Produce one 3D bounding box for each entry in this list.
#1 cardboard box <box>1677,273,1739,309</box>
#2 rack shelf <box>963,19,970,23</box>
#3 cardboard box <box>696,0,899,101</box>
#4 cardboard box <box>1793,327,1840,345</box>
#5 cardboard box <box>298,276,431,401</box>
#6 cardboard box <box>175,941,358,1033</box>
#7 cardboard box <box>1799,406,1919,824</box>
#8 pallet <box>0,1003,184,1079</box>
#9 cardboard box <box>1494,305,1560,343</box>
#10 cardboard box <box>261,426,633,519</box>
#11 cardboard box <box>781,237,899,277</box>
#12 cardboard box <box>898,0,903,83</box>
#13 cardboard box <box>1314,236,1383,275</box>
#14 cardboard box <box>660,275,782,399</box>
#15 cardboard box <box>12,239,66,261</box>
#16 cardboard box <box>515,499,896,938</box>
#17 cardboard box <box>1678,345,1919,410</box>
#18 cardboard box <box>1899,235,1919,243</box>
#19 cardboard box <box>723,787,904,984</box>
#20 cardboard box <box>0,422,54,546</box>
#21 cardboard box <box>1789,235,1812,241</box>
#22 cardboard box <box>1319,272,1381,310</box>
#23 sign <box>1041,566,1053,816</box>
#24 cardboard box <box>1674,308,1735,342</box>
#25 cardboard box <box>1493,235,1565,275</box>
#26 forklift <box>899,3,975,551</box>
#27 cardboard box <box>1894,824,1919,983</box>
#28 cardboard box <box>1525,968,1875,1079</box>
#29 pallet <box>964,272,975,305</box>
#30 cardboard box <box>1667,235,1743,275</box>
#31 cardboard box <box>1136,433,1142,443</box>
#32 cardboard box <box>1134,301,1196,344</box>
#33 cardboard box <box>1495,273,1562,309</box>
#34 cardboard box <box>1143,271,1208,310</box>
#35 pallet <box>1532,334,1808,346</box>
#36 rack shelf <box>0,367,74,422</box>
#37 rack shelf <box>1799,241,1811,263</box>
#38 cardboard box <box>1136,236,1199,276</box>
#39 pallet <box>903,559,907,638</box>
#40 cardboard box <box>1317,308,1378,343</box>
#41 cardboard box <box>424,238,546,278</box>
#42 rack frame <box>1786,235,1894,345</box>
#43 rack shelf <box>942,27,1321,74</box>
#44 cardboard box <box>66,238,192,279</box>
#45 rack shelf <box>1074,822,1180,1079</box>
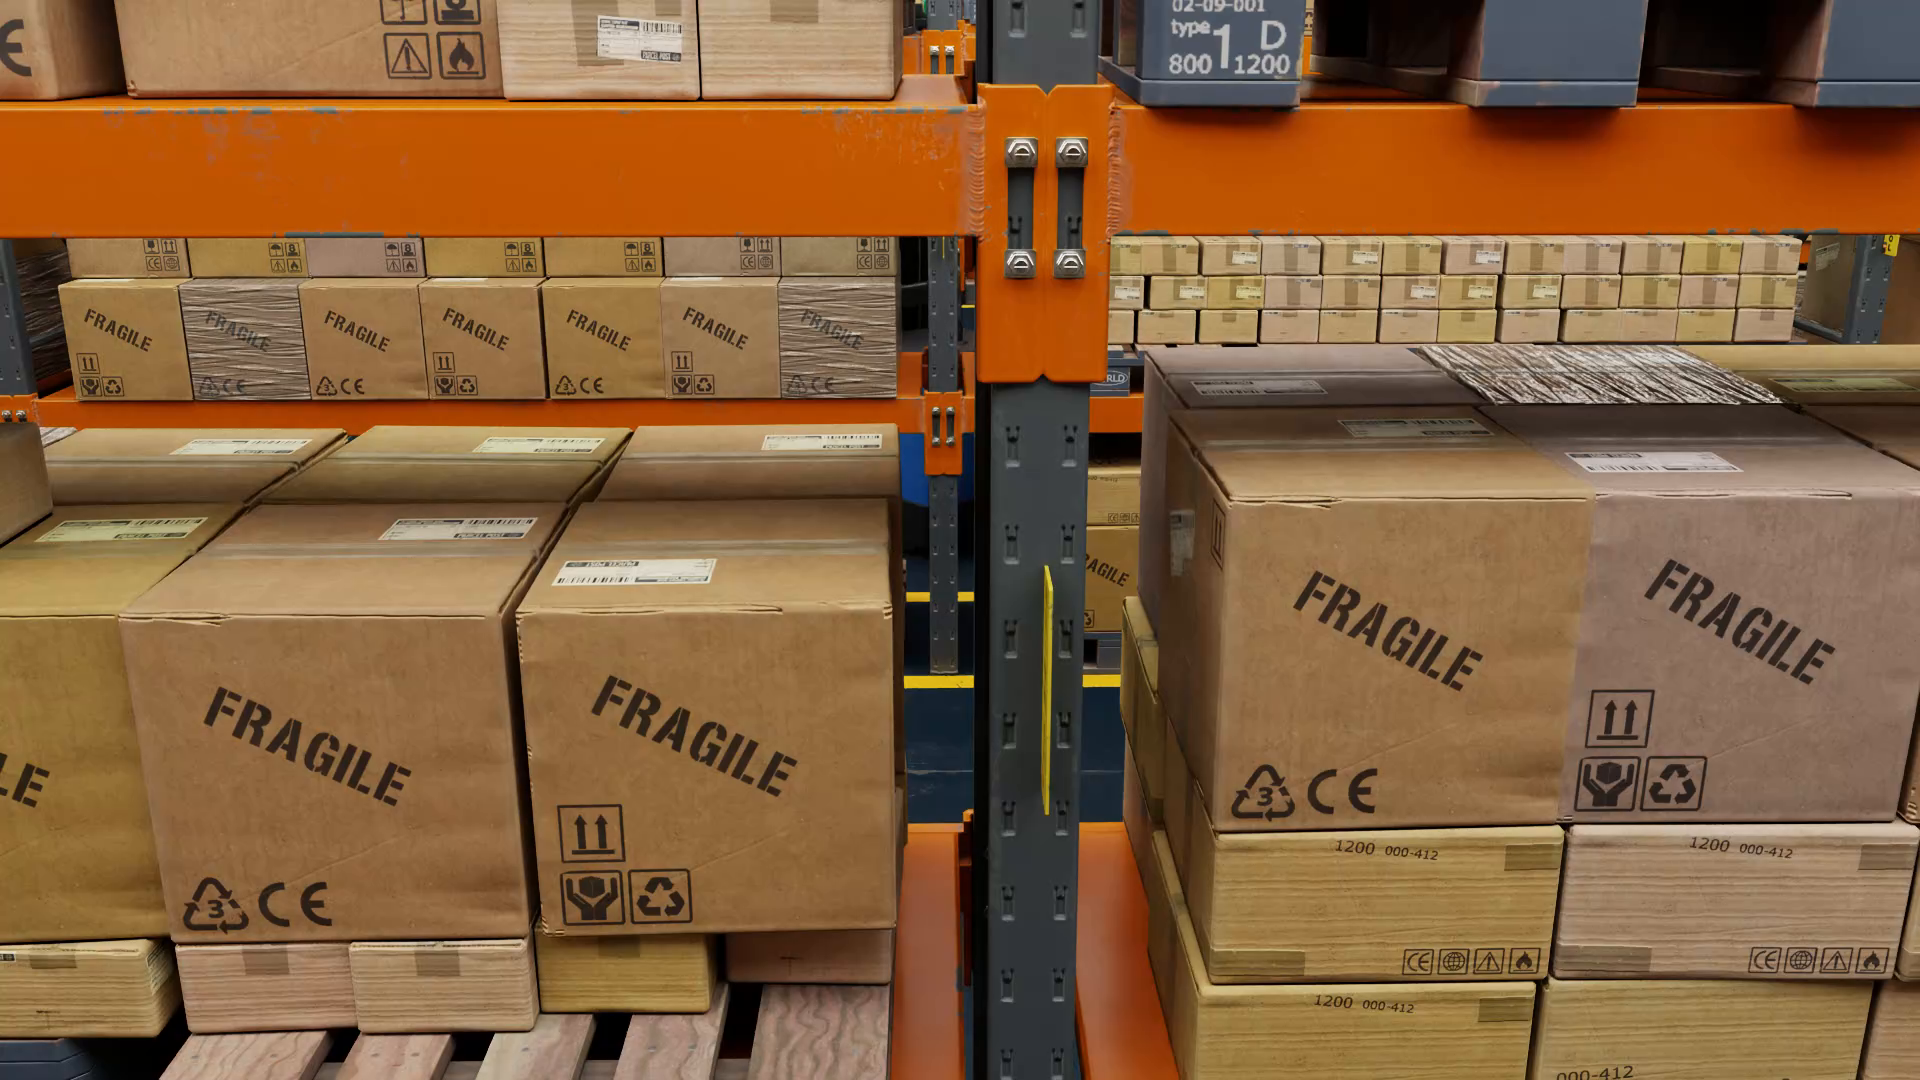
[{"bbox_3d":[3.261,-1.138,7.421,0.250,0.149,0.380,0,18,0],"label":"cardboard box"},{"bbox_3d":[1.864,-5.084,16.753,4.000,0.370,1.077,0,18,-1],"label":"rack shelf"},{"bbox_3d":[-0.213,-0.692,2.296,0.250,0.149,0.380,0,18,-1],"label":"cardboard box"},{"bbox_3d":[4.201,-0.933,7.957,0.250,0.149,0.380,0,18,-1],"label":"cardboard box"},{"bbox_3d":[-2.545,-0.914,7.321,0.500,0.500,0.500,0,18,-1],"label":"cardboard box"},{"bbox_3d":[-0.995,0.581,2.550,0.250,0.149,0.380,-1,18,-3],"label":"cardboard box"},{"bbox_3d":[1.609,0.096,2.537,0.500,0.500,0.500,0,18,1],"label":"cardboard box"},{"bbox_3d":[-1.880,0.664,2.881,1.213,0.211,1.003,0,18,-1],"label":"pallet"},{"bbox_3d":[2.487,-0.992,7.452,0.250,0.149,0.380,-1,18,-3],"label":"cardboard box"},{"bbox_3d":[-0.876,0.098,2.994,0.500,0.500,0.500,1,18,2],"label":"cardboard box"},{"bbox_3d":[-0.530,-1.485,7.466,0.500,0.500,0.700,0,18,-1],"label":"cardboard box"},{"bbox_3d":[-0.219,-0.808,2.657,0.250,0.149,0.380,0,18,-1],"label":"cardboard box"},{"bbox_3d":[1.699,-1.274,7.359,0.250,0.149,0.380,0,18,1],"label":"cardboard box"},{"bbox_3d":[-1.025,-0.922,7.348,0.500,0.500,0.500,0,18,-1],"label":"cardboard box"},{"bbox_3d":[-4.450,-1.536,7.411,0.550,0.550,0.875,0,18,-1],"label":"cardboard box"},{"bbox_3d":[-0.352,0.249,2.524,0.500,0.500,0.500,-1,18,-2],"label":"cardboard box"},{"bbox_3d":[1.621,-0.061,3.026,0.500,0.500,0.500,0,18,-1],"label":"cardboard box"},{"bbox_3d":[4.374,-1.573,7.253,0.500,0.500,0.500,0,18,0],"label":"cardboard box"},{"bbox_3d":[-0.226,0.544,2.665,0.250,0.149,0.380,0,18,1],"label":"cardboard box"},{"bbox_3d":[-1.533,-0.053,2.403,0.250,0.149,0.380,-1,18,-3],"label":"cardboard box"},{"bbox_3d":[6.062,-2.285,12.172,0.250,0.149,0.380,0,18,0],"label":"cardboard box"},{"bbox_3d":[1.693,-1.130,7.397,0.250,0.149,0.380,0,18,-1],"label":"cardboard box"},{"bbox_3d":[0.117,0.203,2.239,0.005,0.325,0.100,0,18,-1],"label":"sign"},{"bbox_3d":[3.265,-0.996,7.467,0.250,0.149,0.380,0,18,-1],"label":"cardboard box"},{"bbox_3d":[2.485,-1.278,7.372,0.250,0.149,0.380,-1,18,-3],"label":"cardboard box"},{"bbox_3d":[-0.837,-1.698,10.042,3.031,2.935,1.130,17,24,42],"label":"forklift"},{"bbox_3d":[1.624,0.456,2.642,0.500,0.250,0.500,0,18,-1],"label":"cardboard box"},{"bbox_3d":[1.105,0.689,2.735,0.500,0.250,0.500,-1,18,-2],"label":"cardboard box"},{"bbox_3d":[0.652,-2.677,17.548,1.213,0.211,1.003,0,18,-1],"label":"pallet"},{"bbox_3d":[3.252,-1.280,7.378,0.250,0.149,0.380,-1,18,-3],"label":"cardboard box"},{"bbox_3d":[1.104,-0.417,8.113,0.500,0.250,0.500,0,18,0],"label":"cardboard box"},{"bbox_3d":[0.908,-0.984,7.429,0.250,0.149,0.380,1,18,2],"label":"cardboard box"},{"bbox_3d":[2.479,-1.134,7.409,0.250,0.149,0.380,-1,18,-4],"label":"cardboard box"},{"bbox_3d":[0.944,-1.128,7.390,0.250,0.149,0.380,-1,18,-3],"label":"cardboard box"},{"bbox_3d":[3.152,-0.929,7.848,1.213,0.211,1.003,0,18,-1],"label":"pallet"},{"bbox_3d":[-6.080,-0.589,7.651,4.000,0.370,1.077,0,18,-1],"label":"rack shelf"},{"bbox_3d":[5.941,-2.162,12.555,4.000,0.370,1.077,0,18,-1],"label":"rack shelf"},{"bbox_3d":[0.898,-1.269,7.343,0.250,0.149,0.380,0,18,-1],"label":"cardboard box"},{"bbox_3d":[-0.870,0.348,8.117,1.213,0.211,1.003,0,18,-1],"label":"pallet"},{"bbox_3d":[1.696,-0.988,7.442,0.250,0.149,0.380,0,18,0],"label":"cardboard box"},{"bbox_3d":[-2.059,-1.477,7.440,0.500,0.500,0.700,0,18,-1],"label":"cardboard box"},{"bbox_3d":[3.919,-0.980,7.692,0.127,3.000,1.000,0,18,-1],"label":"rack frame"},{"bbox_3d":[1.919,-2.056,7.313,4.000,0.370,1.077,0,18,-1],"label":"rack shelf"},{"bbox_3d":[-3.584,-1.469,7.416,0.500,0.500,0.700,-1,18,-2],"label":"cardboard box"},{"bbox_3d":[2.098,0.884,3.060,4.000,0.370,1.077,0,18,-1],"label":"rack shelf"}]
